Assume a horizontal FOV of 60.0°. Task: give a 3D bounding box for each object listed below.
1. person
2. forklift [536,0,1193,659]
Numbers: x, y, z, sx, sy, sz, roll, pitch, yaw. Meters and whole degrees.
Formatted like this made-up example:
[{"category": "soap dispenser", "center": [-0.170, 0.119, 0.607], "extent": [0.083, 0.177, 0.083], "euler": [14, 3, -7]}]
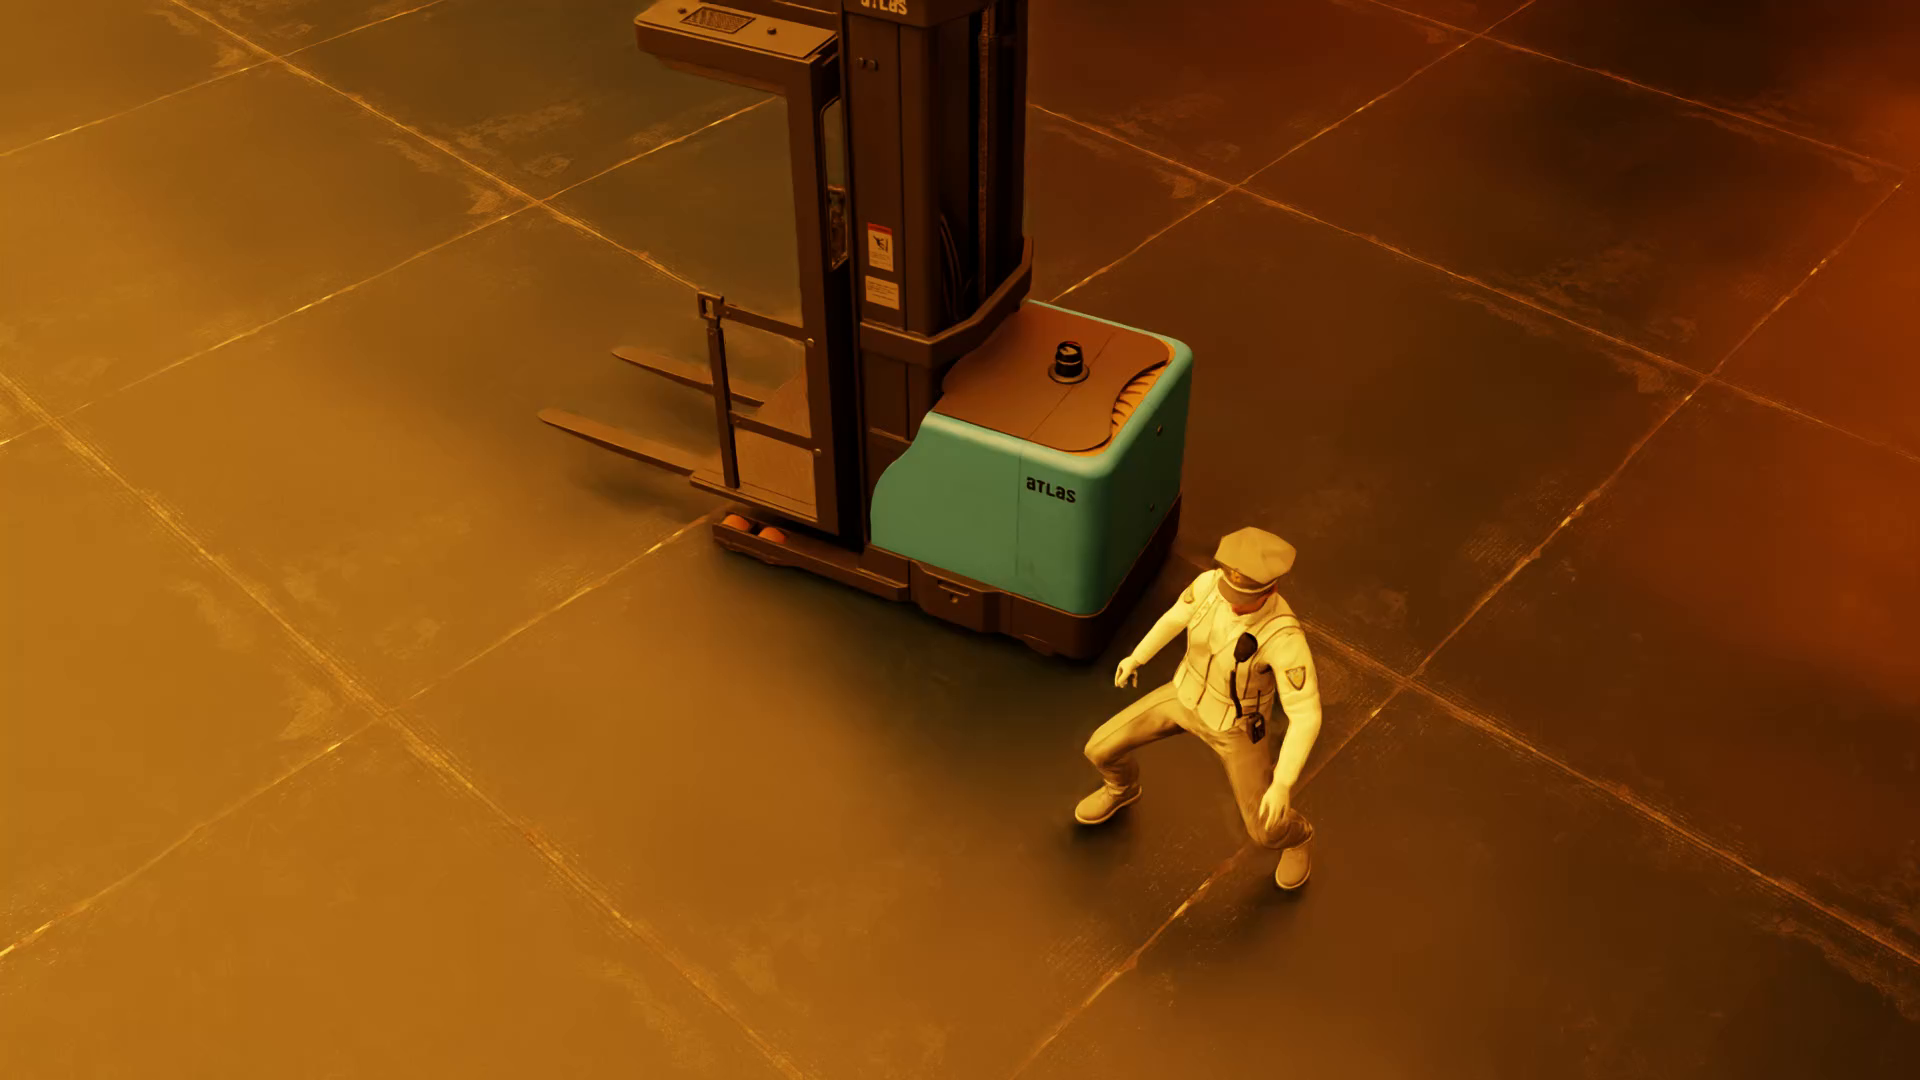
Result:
[{"category": "person", "center": [0.927, 0.603, 5.798], "extent": [0.643, 1.502, 0.882], "euler": [-29, 48, -29]}, {"category": "forklift", "center": [-0.552, -1.288, 6.930], "extent": [3.031, 2.935, 1.130], "euler": [19, 44, 20]}]
